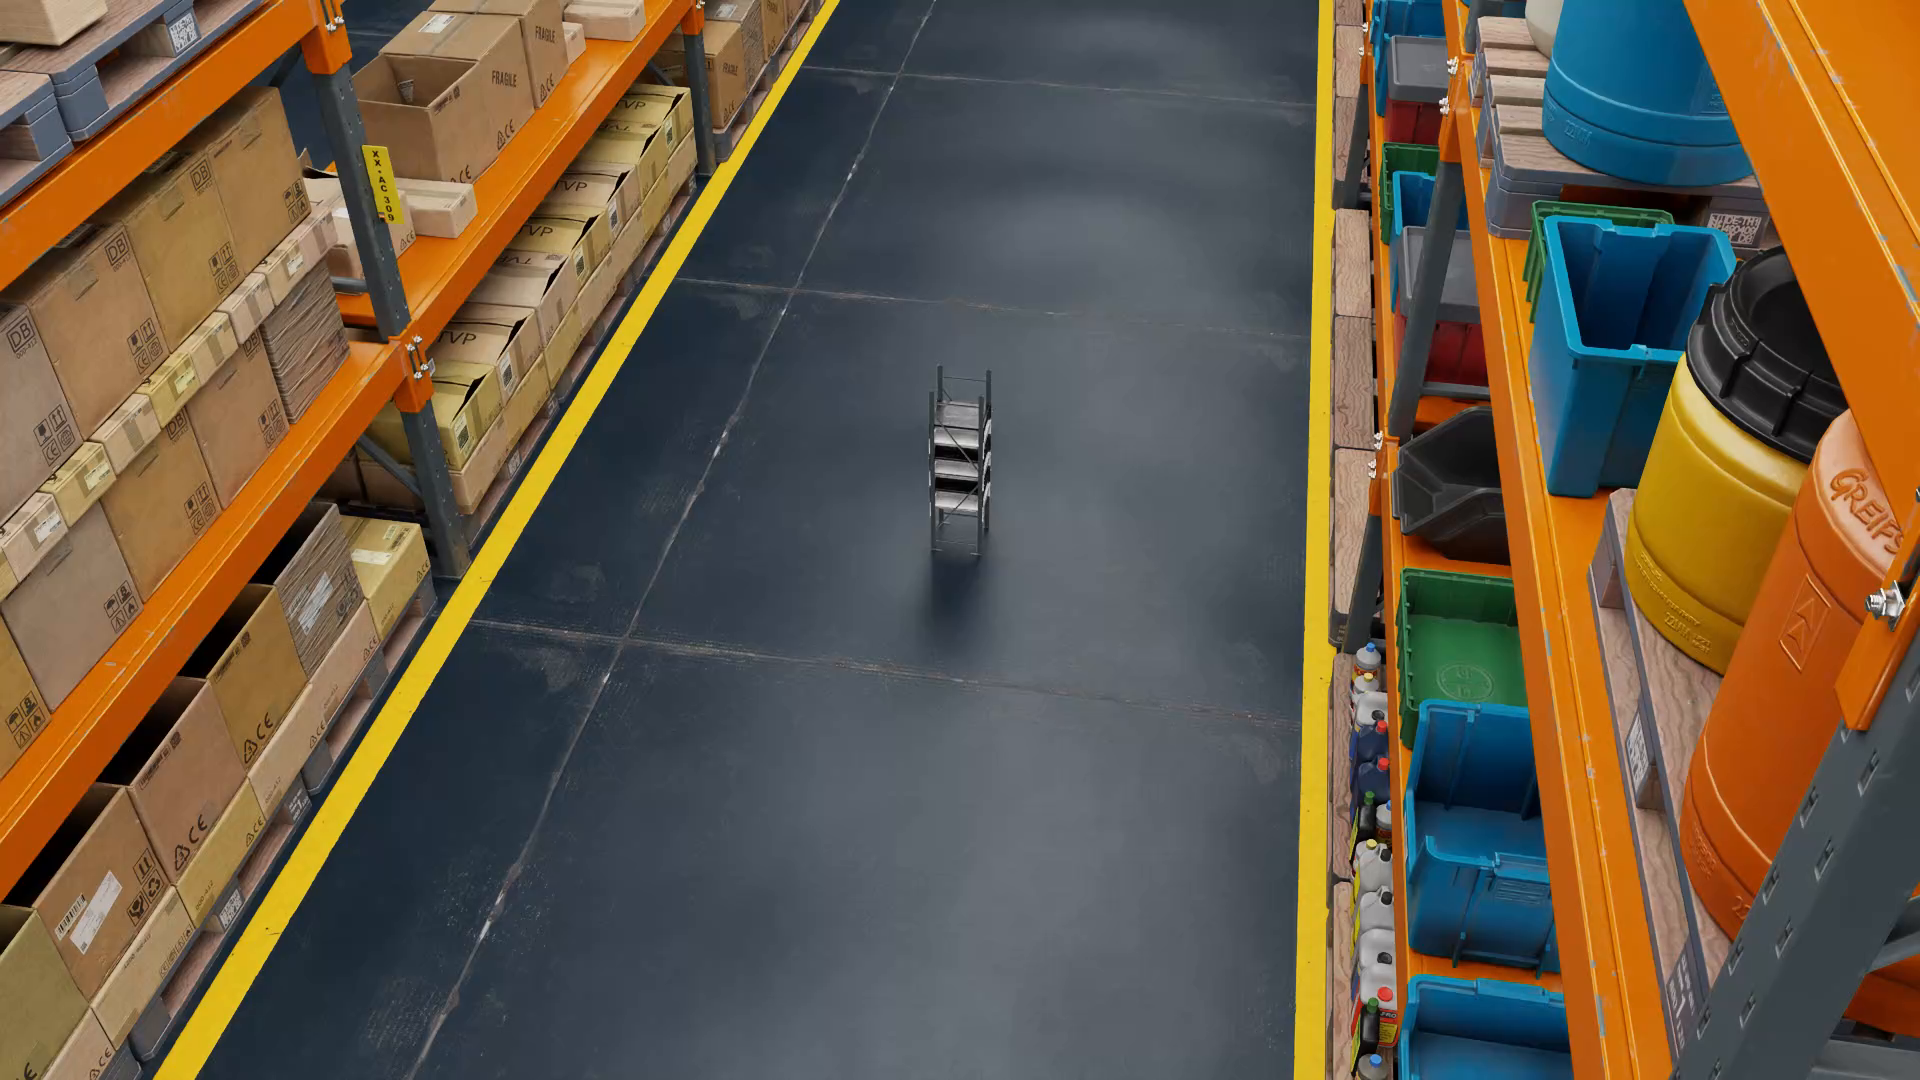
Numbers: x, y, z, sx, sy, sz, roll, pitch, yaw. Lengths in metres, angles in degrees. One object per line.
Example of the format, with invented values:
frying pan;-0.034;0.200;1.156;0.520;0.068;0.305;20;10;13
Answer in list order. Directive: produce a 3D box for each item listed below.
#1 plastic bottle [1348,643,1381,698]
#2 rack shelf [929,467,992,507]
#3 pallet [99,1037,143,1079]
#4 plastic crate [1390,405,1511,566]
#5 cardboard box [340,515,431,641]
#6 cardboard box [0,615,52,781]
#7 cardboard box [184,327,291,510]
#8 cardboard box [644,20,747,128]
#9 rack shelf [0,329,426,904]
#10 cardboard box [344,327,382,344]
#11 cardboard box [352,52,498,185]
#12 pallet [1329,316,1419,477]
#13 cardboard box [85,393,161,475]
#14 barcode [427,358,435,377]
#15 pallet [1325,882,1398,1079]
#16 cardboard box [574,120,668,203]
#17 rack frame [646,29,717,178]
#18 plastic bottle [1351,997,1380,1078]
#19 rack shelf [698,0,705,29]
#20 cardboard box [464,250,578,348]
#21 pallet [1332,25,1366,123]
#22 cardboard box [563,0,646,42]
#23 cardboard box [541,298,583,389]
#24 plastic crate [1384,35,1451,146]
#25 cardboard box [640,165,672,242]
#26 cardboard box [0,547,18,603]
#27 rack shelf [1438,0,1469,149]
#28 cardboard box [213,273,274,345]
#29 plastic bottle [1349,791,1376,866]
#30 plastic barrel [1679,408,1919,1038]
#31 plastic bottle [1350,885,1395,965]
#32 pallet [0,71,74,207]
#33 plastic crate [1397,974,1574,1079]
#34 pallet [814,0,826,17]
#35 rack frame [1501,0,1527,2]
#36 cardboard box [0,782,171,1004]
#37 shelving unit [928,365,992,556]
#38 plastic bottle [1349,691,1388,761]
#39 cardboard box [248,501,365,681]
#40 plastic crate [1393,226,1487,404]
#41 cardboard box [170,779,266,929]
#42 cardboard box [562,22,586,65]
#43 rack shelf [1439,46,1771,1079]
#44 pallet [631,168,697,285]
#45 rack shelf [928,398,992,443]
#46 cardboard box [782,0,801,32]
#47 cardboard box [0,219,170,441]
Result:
plastic bottle;1.625;0.521;6.659;0.097;0.271;0.097;0;40;0
rack shelf;0.001;-0.257;7.645;0.258;0.077;0.200;6;40;8
pallet;-3.368;2.039;5.215;1.003;0.211;1.213;6;40;8
plastic crate;1.896;-0.175;5.753;0.767;0.338;0.504;6;40;8
cardboard box;-2.632;0.152;7.138;0.500;0.250;0.500;6;40;8
cardboard box;-3.188;0.478;4.837;0.700;0.500;0.500;7;40;8
cardboard box;-2.922;-0.489;6.006;0.700;0.500;0.500;6;40;7
cardboard box;-1.714;-3.032;10.777;0.500;0.500;0.500;8;40;10
rack shelf;-3.113;0.471;5.488;1.077;0.370;4.000;6;40;8
cardboard box;-2.895;-0.993;8.082;0.500;0.311;0.500;7;40;9
cardboard box;-2.526;-1.911;7.725;0.500;0.500;0.500;9;40;11
pallet;2.418;-0.703;8.532;1.003;0.211;1.213;6;40;8
cardboard box;-2.824;-0.359;5.340;0.380;0.149;0.250;7;40;9
barcode;-2.312;-0.752;7.265;0.001;0.075;0.075;6;40;8
pallet;1.745;1.747;5.569;1.003;0.211;1.213;6;40;8
cardboard box;-2.006;-2.207;9.551;0.500;0.311;0.500;6;40;7
rack frame;-2.074;-3.572;9.813;1.000;3.000;0.127;6;40;8
plastic bottle;1.308;1.598;5.346;0.061;0.283;0.133;7;40;9
rack shelf;-1.728;-4.550;11.560;1.077;0.370;4.000;6;40;8
cardboard box;-2.269;-1.250;8.393;0.500;0.311;0.500;5;40;6
pallet;3.112;-3.211;11.565;1.003;0.211;1.213;6;40;8
cardboard box;-1.958;-2.880;9.173;0.380;0.149;0.250;6;40;8
cardboard box;-2.276;-1.035;8.574;0.500;0.250;0.500;5;40;6
plastic crate;2.223;-2.068;7.943;0.402;0.464;0.583;6;40;8
cardboard box;-2.011;-1.993;9.732;0.500;0.250;0.500;6;40;7
cardboard box;-2.958;0.129;4.749;0.380;0.149;0.250;6;40;7
rack shelf;2.458;-2.647;6.905;1.077;0.370;4.000;6;40;8
cardboard box;-2.690;-0.836;5.917;0.380;0.149;0.250;5;40;6
plastic bottle;1.461;1.043;6.018;0.061;0.283;0.133;8;40;10
plastic barrel;1.378;0.195;2.236;0.600;0.830;0.708;6;40;8
plastic bottle;1.425;1.301;5.653;0.144;0.351;0.185;8;40;10
pallet;-3.102;-0.882;4.275;1.003;0.211;1.213;6;40;8
plastic crate;1.329;1.301;4.036;0.499;0.251;0.408;6;40;8
pallet;-1.486;-4.493;13.115;1.003;0.211;1.213;6;40;8
rack frame;2.111;-2.825;4.202;1.000;3.000;0.127;6;40;8
cardboard box;-2.988;1.116;5.382;0.500;0.500;0.500;6;40;8
shelving unit;0.001;-0.352;7.566;0.258;0.900;0.210;6;40;8
plastic bottle;1.596;0.725;6.408;0.152;0.276;0.135;8;40;9
cardboard box;-2.729;0.175;6.521;0.500;0.500;0.500;6;40;8
plastic crate;1.894;-0.875;6.501;0.402;0.464;0.583;6;40;8
cardboard box;-2.886;1.094;5.999;0.500;0.250;0.500;6;40;8
cardboard box;-2.240;-2.668;8.917;0.380;0.149;0.250;9;40;11
rack shelf;1.765;-0.137;3.869;1.077;0.370;4.000;6;40;8
pallet;-2.255;-1.985;10.082;1.003;0.211;1.213;6;40;8
rack shelf;0.001;-0.534;7.415;0.258;0.077;0.200;6;40;8
cardboard box;-1.452;-4.004;11.952;0.500;0.500;0.500;5;40;6
cardboard box;-3.011;-0.689;5.230;0.700;0.500;0.500;6;40;8
